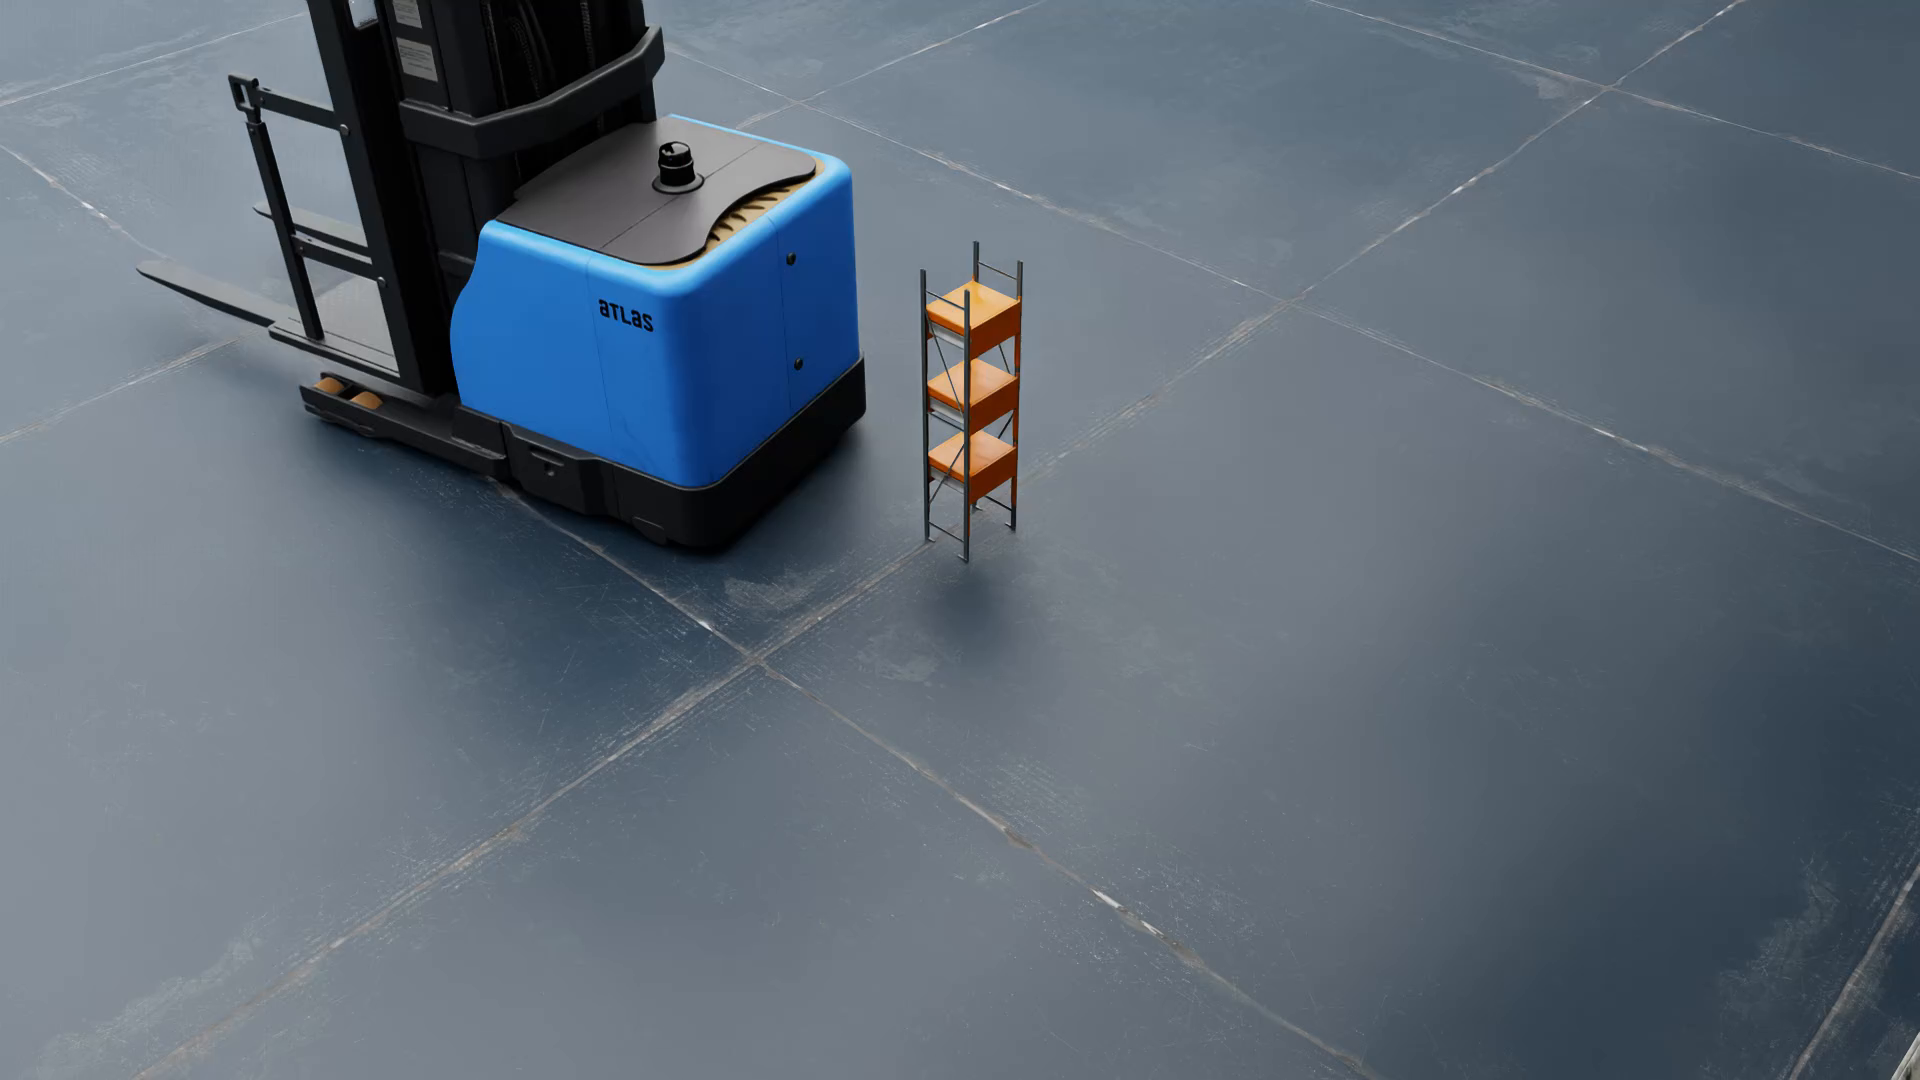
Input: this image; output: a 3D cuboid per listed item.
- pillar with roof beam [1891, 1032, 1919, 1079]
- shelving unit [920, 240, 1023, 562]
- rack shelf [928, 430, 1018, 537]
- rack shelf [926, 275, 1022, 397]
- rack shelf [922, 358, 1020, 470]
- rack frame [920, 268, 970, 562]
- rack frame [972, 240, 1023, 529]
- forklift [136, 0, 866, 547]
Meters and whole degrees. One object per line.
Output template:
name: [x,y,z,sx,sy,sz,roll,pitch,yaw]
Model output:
pillar with roof beam: [-1.372,-3.556,2.982,9.100,9.000,0.400,30,47,32]
shelving unit: [0.036,-0.436,5.444,0.215,1.050,0.252,30,47,32]
rack shelf: [0.036,-0.210,5.623,0.215,0.259,0.240,30,47,32]
rack shelf: [0.036,-0.649,5.274,0.215,0.259,0.240,30,47,32]
rack shelf: [0.036,-0.427,5.450,0.215,0.259,0.240,30,47,32]
rack frame: [-0.046,-0.379,5.373,0.200,1.050,0.008,30,47,32]
rack frame: [0.118,-0.492,5.514,0.200,1.050,0.008,30,47,32]
forklift: [-1.887,-1.795,5.643,3.031,2.935,1.130,20,43,23]
